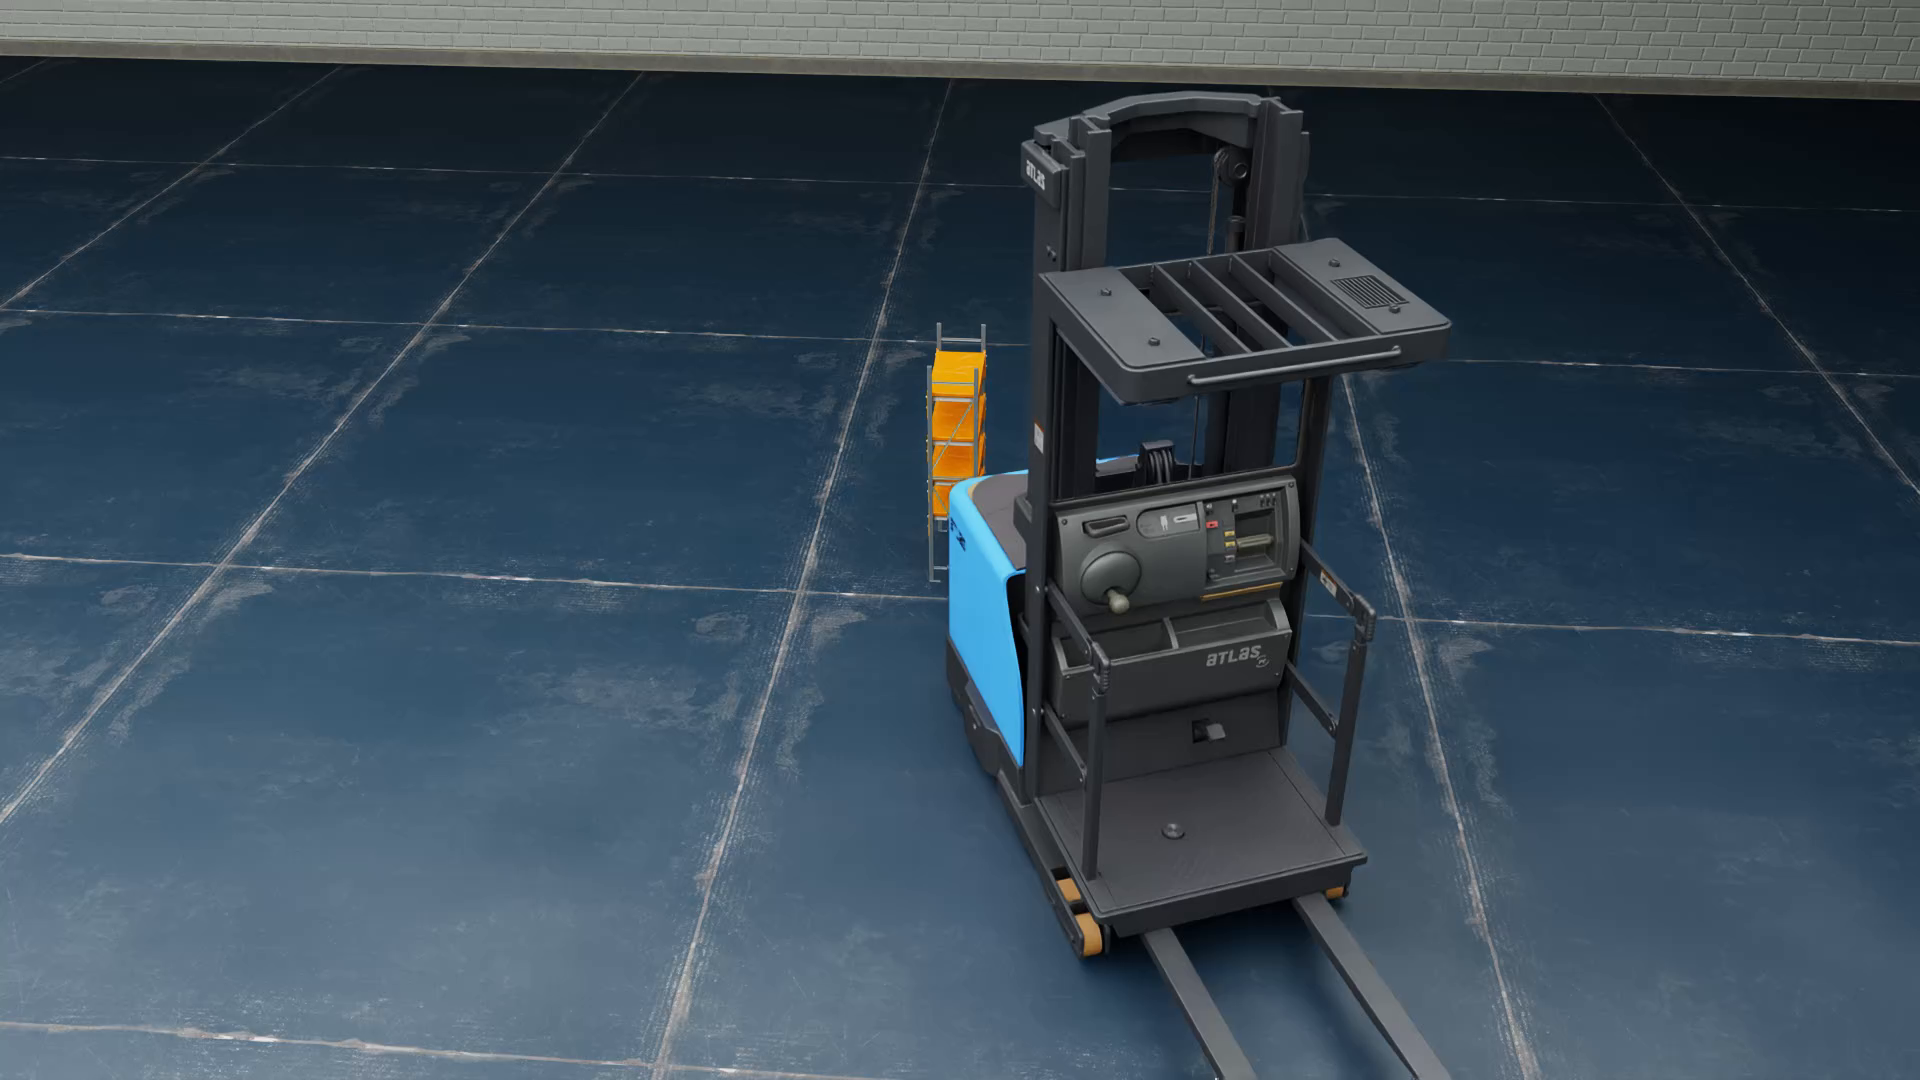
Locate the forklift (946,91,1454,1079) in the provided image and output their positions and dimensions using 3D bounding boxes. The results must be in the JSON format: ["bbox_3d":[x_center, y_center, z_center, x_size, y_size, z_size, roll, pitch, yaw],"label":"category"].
[{"bbox_3d":[0.863,0.075,5.835,1.130,2.935,3.031,-9,33,-15],"label":"forklift"}]

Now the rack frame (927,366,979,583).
[{"bbox_3d":[-0.033,-0.297,8.088,0.240,1.200,0.015,2,32,4],"label":"rack frame"}]

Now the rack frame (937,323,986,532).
[{"bbox_3d":[0.006,-0.552,8.502,0.240,1.200,0.015,2,32,4],"label":"rack frame"}]

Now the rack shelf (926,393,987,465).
[{"bbox_3d":[-0.013,-0.557,8.213,0.258,0.148,0.480,2,32,4],"label":"rack shelf"}]

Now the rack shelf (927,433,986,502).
[{"bbox_3d":[-0.013,-0.367,8.330,0.258,0.148,0.480,2,32,4],"label":"rack shelf"}]

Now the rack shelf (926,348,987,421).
[{"bbox_3d":[-0.013,-0.759,8.089,0.258,0.148,0.480,2,32,4],"label":"rack shelf"}]

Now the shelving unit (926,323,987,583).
[{"bbox_3d":[-0.013,-0.424,8.295,0.258,1.200,0.503,2,32,4],"label":"shelving unit"}]

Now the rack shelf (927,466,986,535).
[{"bbox_3d":[-0.013,-0.198,8.434,0.258,0.148,0.480,2,32,4],"label":"rack shelf"}]
